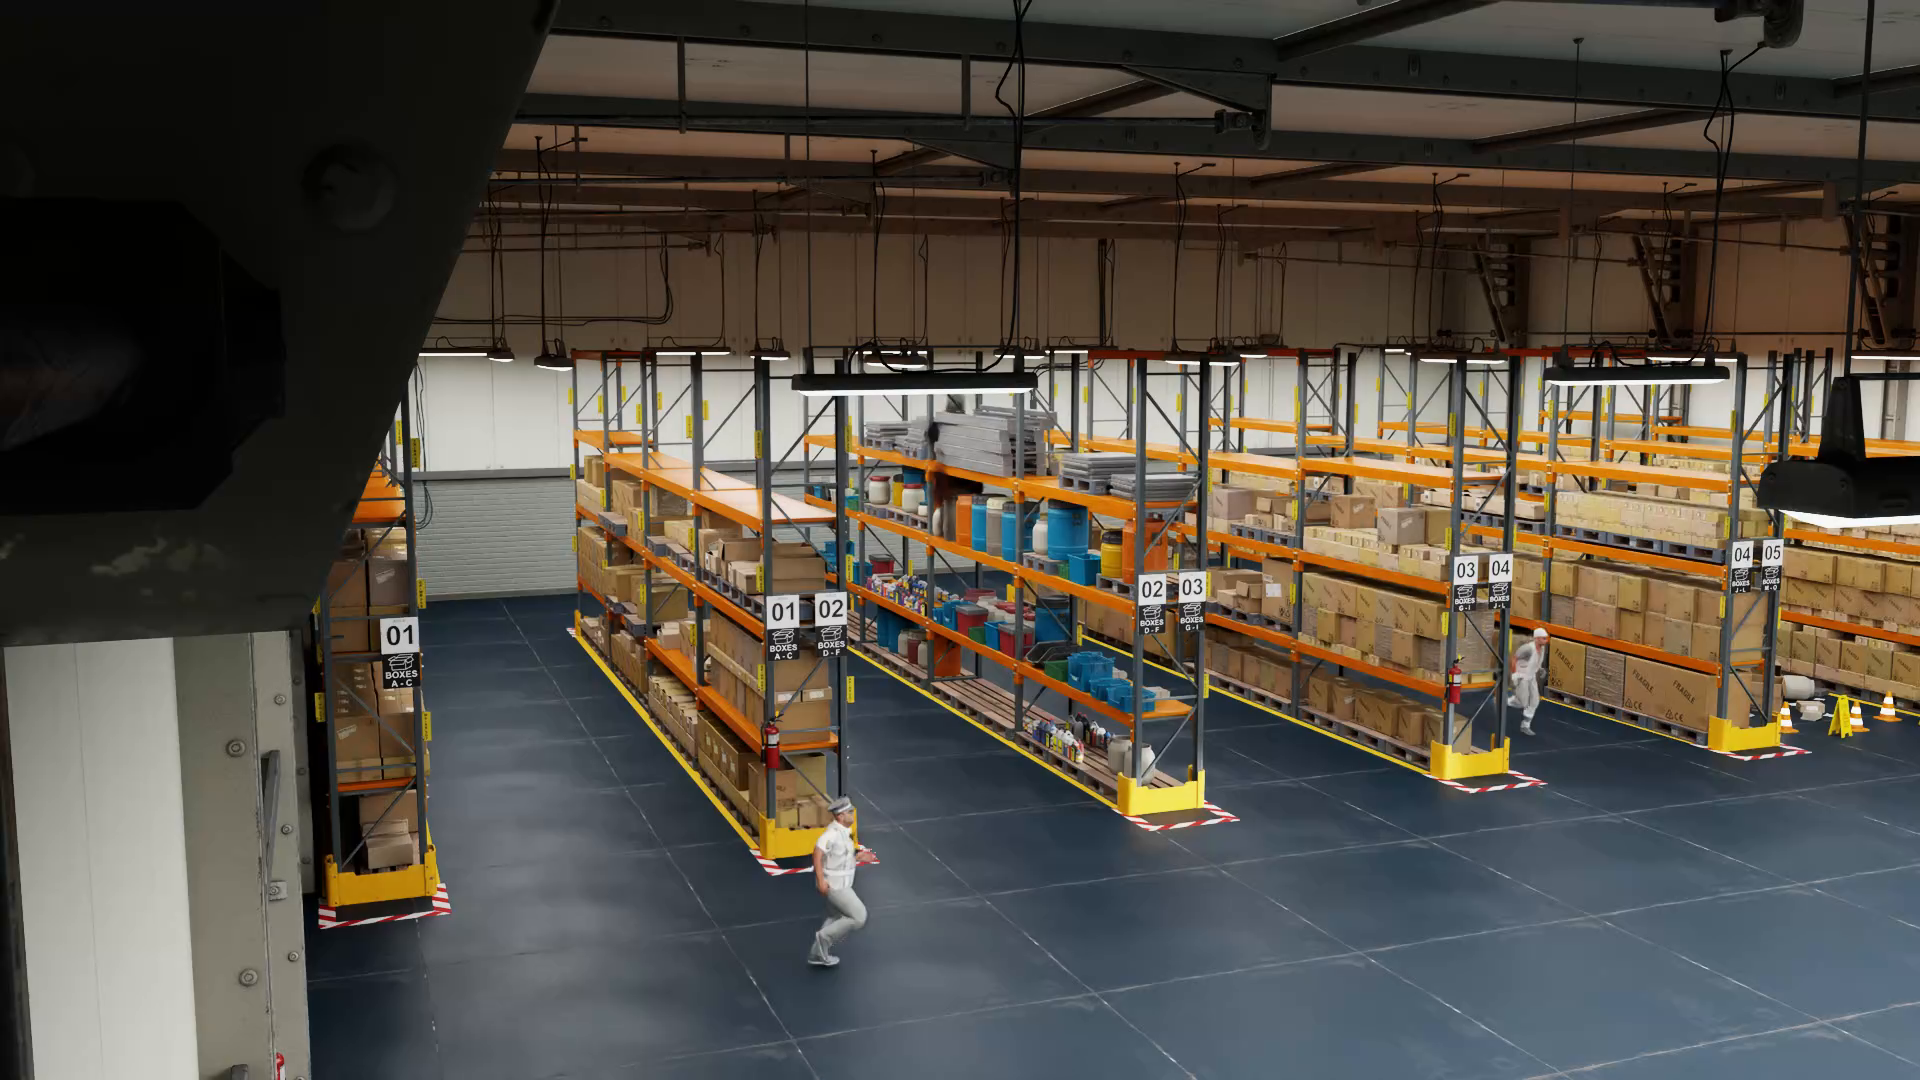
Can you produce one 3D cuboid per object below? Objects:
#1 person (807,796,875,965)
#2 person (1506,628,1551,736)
[{"bbox_3d":[-1.190,3.408,16.597,0.676,1.717,0.654,0,7,-3],"label":"person"},{"bbox_3d":[8.966,2.216,26.496,0.657,1.720,0.894,-6,9,-41],"label":"person"}]
